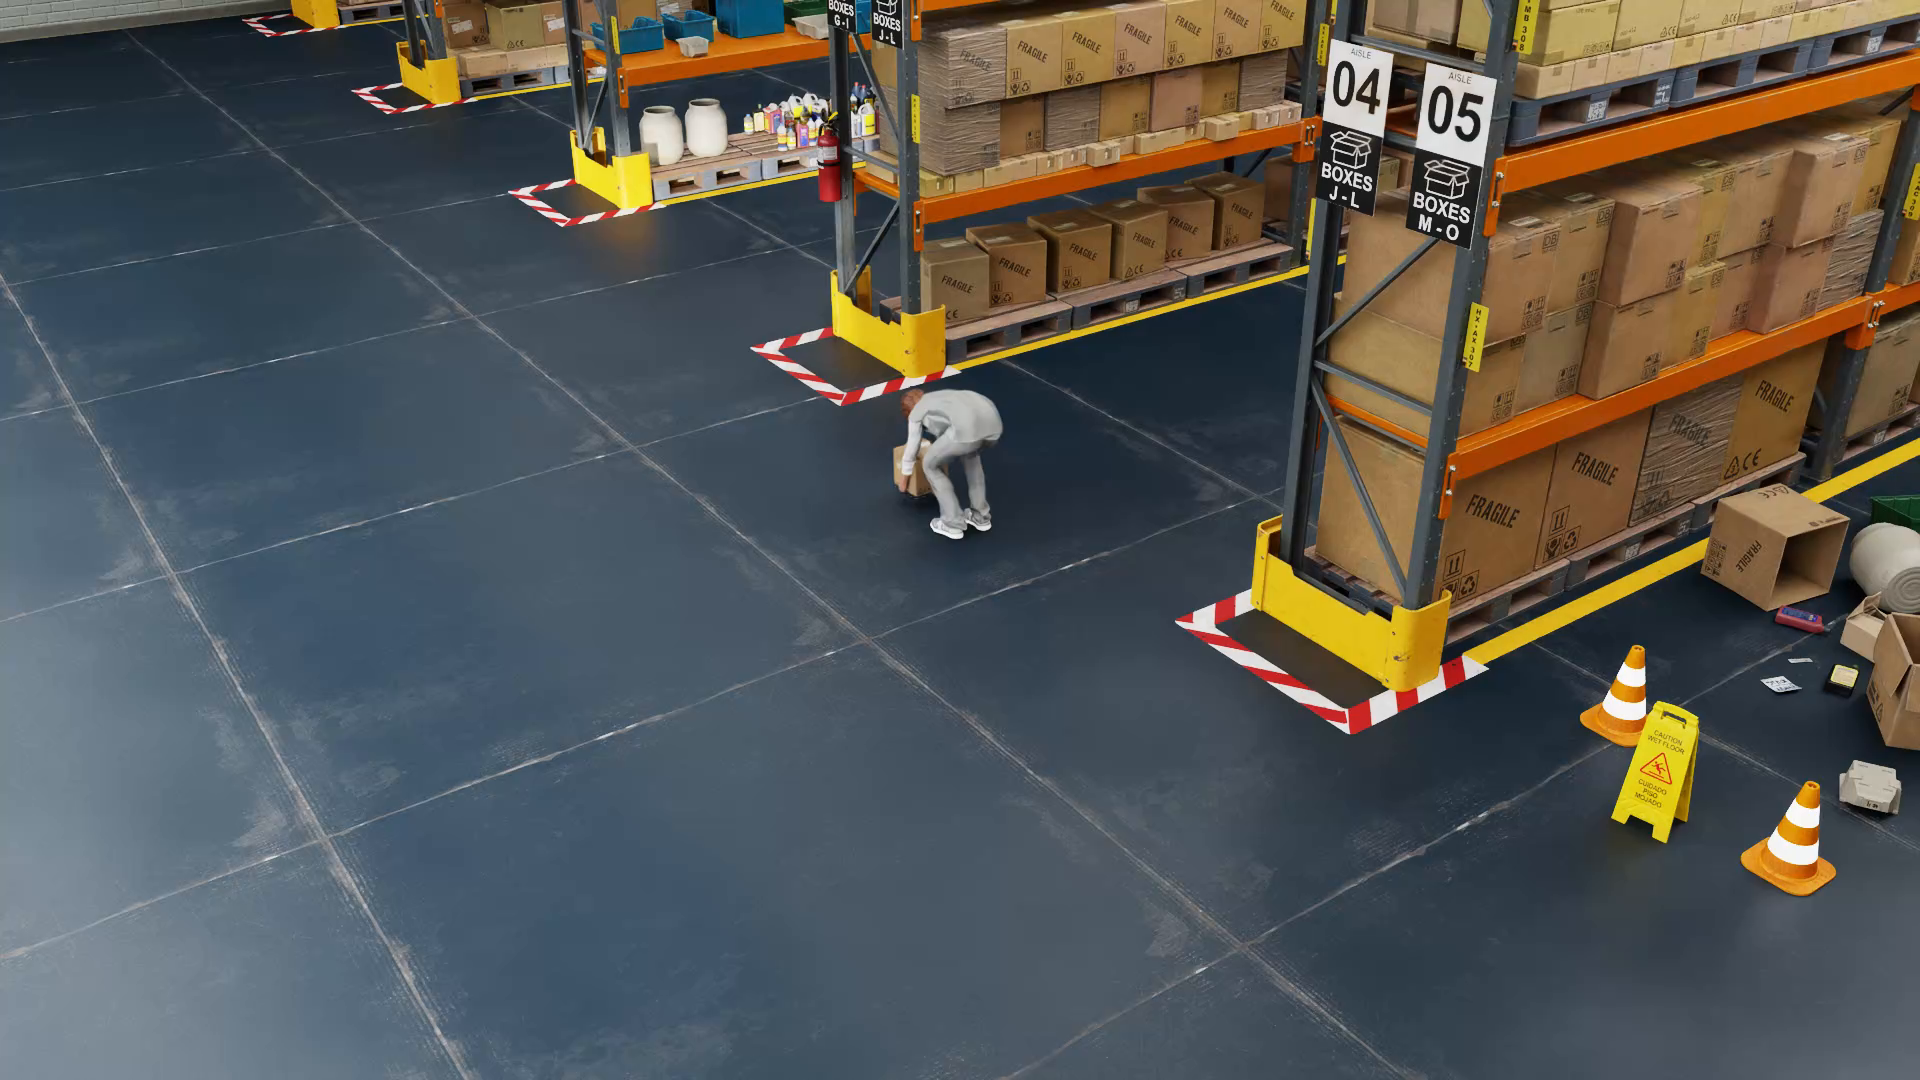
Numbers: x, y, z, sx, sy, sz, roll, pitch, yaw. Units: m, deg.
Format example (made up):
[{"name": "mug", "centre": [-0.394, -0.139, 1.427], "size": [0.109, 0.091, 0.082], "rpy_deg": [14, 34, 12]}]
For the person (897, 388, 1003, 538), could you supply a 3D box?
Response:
[{"name": "person", "centre": [-0.088, -0.535, 10.297], "size": [0.416, 0.923, 0.861], "rpy_deg": [-21, 35, -33]}]
